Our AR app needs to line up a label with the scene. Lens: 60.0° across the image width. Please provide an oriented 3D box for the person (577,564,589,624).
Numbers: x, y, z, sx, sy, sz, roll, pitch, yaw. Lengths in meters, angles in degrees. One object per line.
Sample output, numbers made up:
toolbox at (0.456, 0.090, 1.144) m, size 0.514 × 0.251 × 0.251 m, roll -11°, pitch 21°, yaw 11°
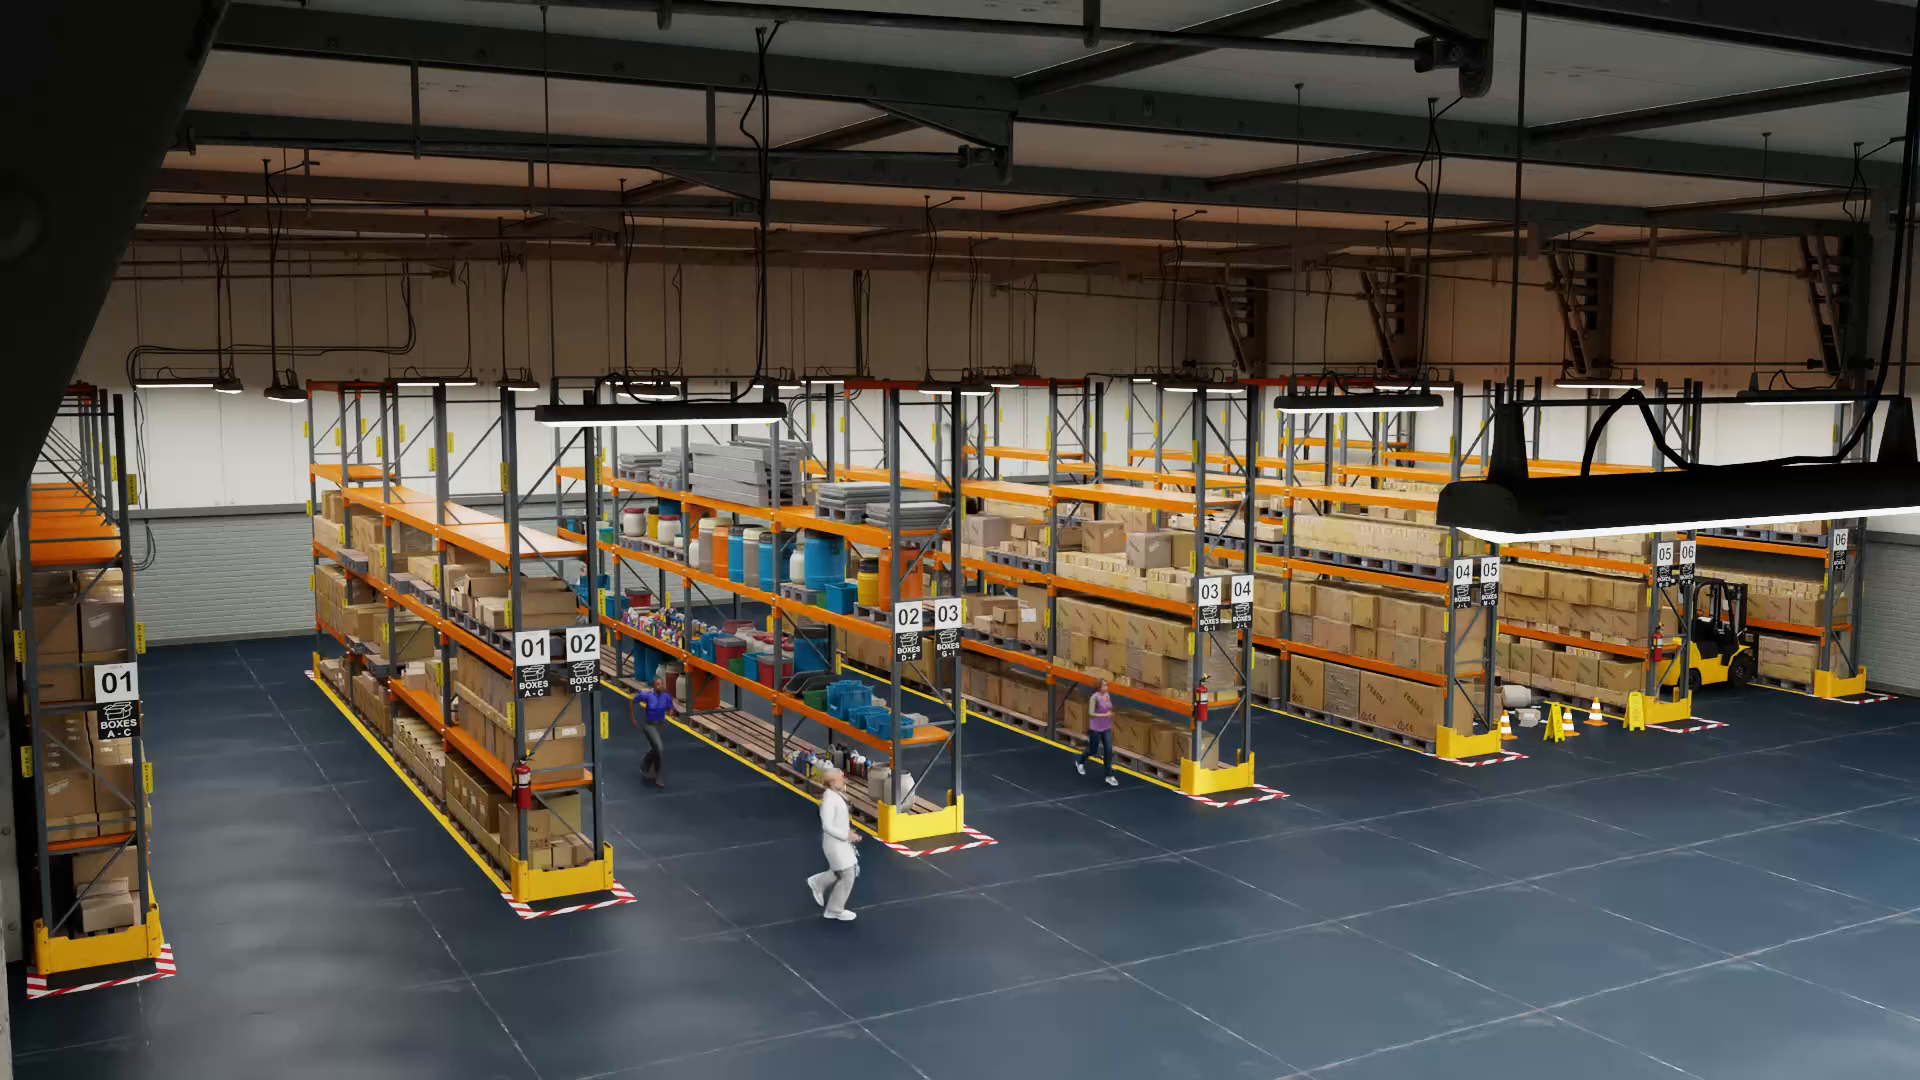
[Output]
person at (-8.634, 1.383, 38.506) m, size 0.599 × 1.743 × 0.664 m, roll -1°, pitch 6°, yaw -13°

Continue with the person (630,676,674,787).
person at (-4.611, 2.863, 25.012) m, size 0.601 × 1.673 × 0.822 m, roll -5°, pitch 8°, yaw -40°

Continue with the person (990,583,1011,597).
person at (0.966, 1.003, 42.327) m, size 0.844 × 1.677 × 0.669 m, roll 3°, pitch 7°, yaw 23°

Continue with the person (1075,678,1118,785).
person at (2.083, 2.858, 25.084) m, size 0.537 × 1.572 × 0.881 m, roll -5°, pitch 8°, yaw -39°

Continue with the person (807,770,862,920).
person at (-1.434, 3.469, 18.927) m, size 0.639 × 1.736 × 0.712 m, roll 0°, pitch 6°, yaw -1°
